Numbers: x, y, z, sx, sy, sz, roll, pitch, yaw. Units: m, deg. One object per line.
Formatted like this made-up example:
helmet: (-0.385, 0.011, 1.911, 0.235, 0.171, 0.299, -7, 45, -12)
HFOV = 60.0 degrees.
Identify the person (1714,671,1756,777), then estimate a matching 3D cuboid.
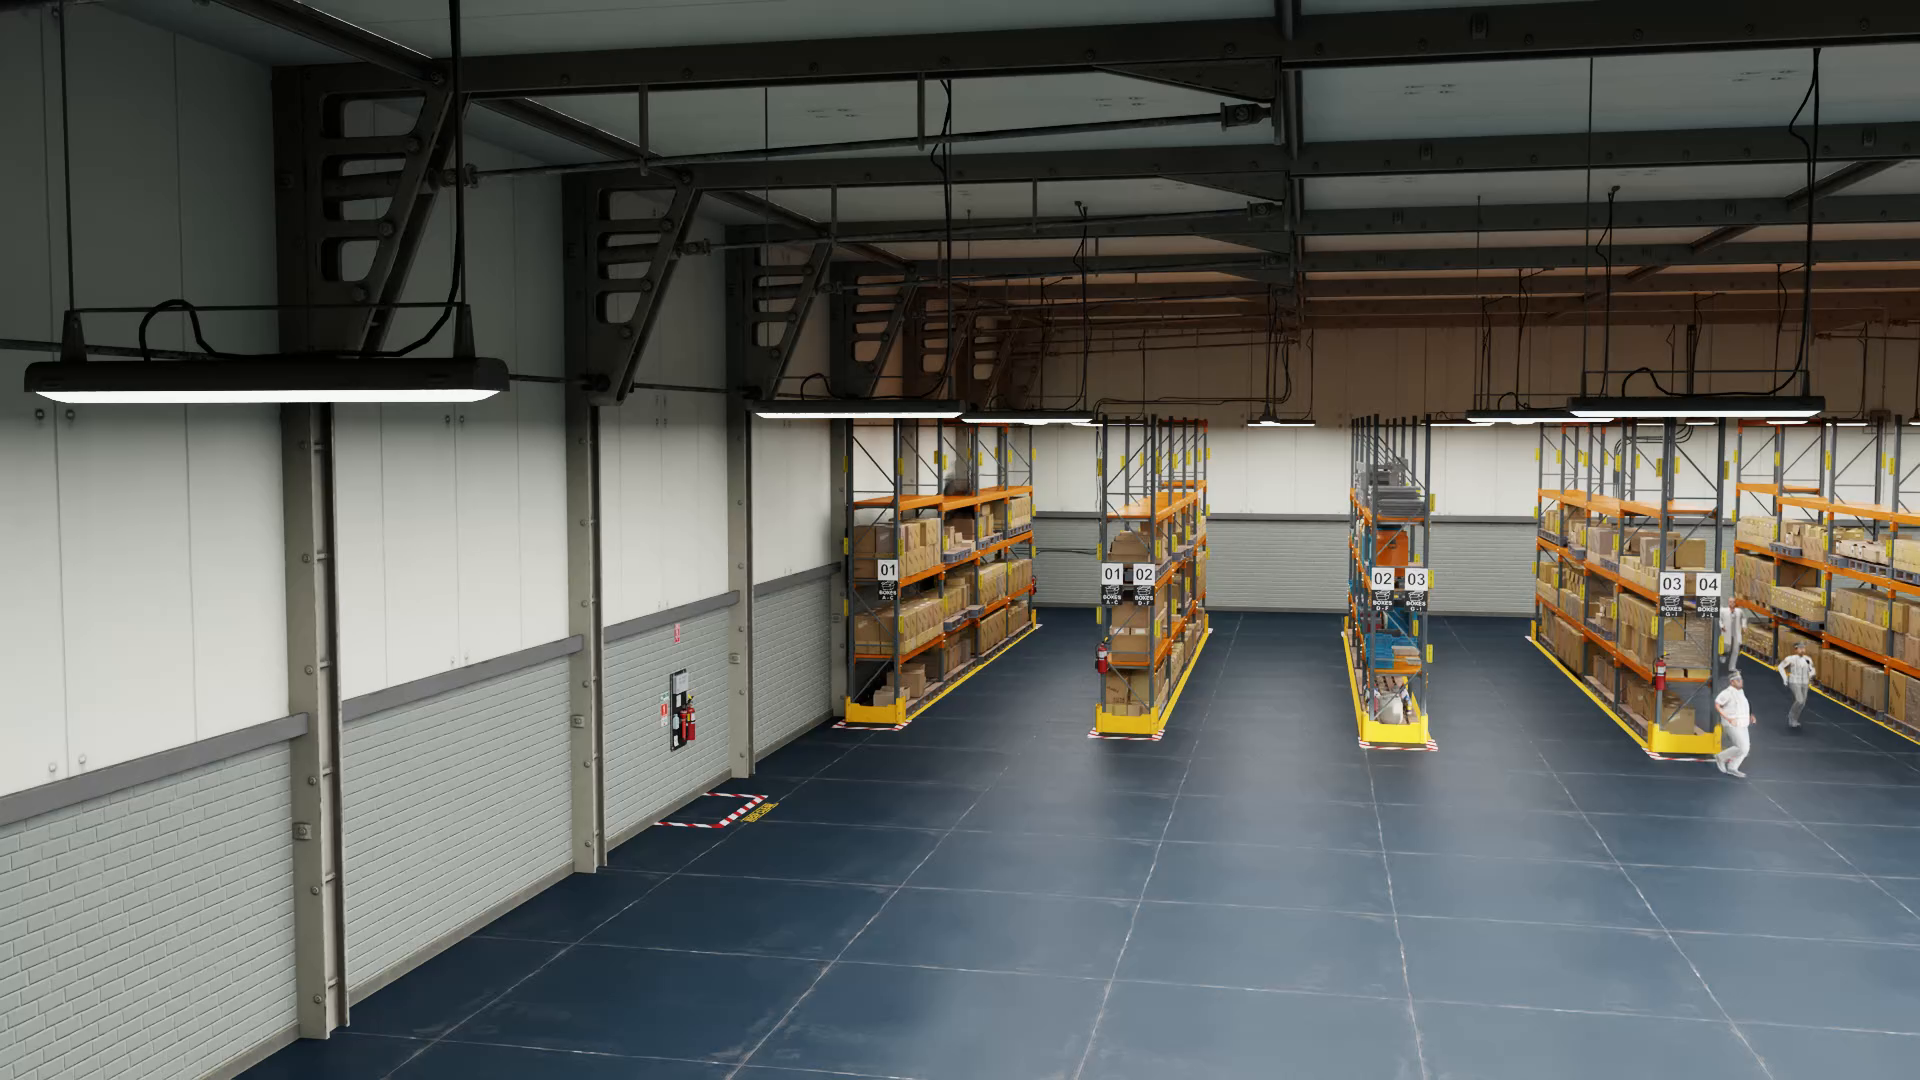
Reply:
person: (12.791, 3.029, 27.432, 0.667, 1.743, 0.563, -3, 5, -39)

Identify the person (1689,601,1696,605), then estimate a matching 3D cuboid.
person: (18.935, 2.067, 43.053, 0.593, 1.591, 0.505, 1, 4, 13)

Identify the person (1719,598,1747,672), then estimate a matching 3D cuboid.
person: (18.294, 2.237, 39.412, 0.725, 1.742, 0.920, 1, 4, 11)

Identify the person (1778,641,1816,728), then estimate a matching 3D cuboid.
person: (16.044, 2.760, 31.768, 0.591, 1.670, 0.640, 0, 4, -1)
